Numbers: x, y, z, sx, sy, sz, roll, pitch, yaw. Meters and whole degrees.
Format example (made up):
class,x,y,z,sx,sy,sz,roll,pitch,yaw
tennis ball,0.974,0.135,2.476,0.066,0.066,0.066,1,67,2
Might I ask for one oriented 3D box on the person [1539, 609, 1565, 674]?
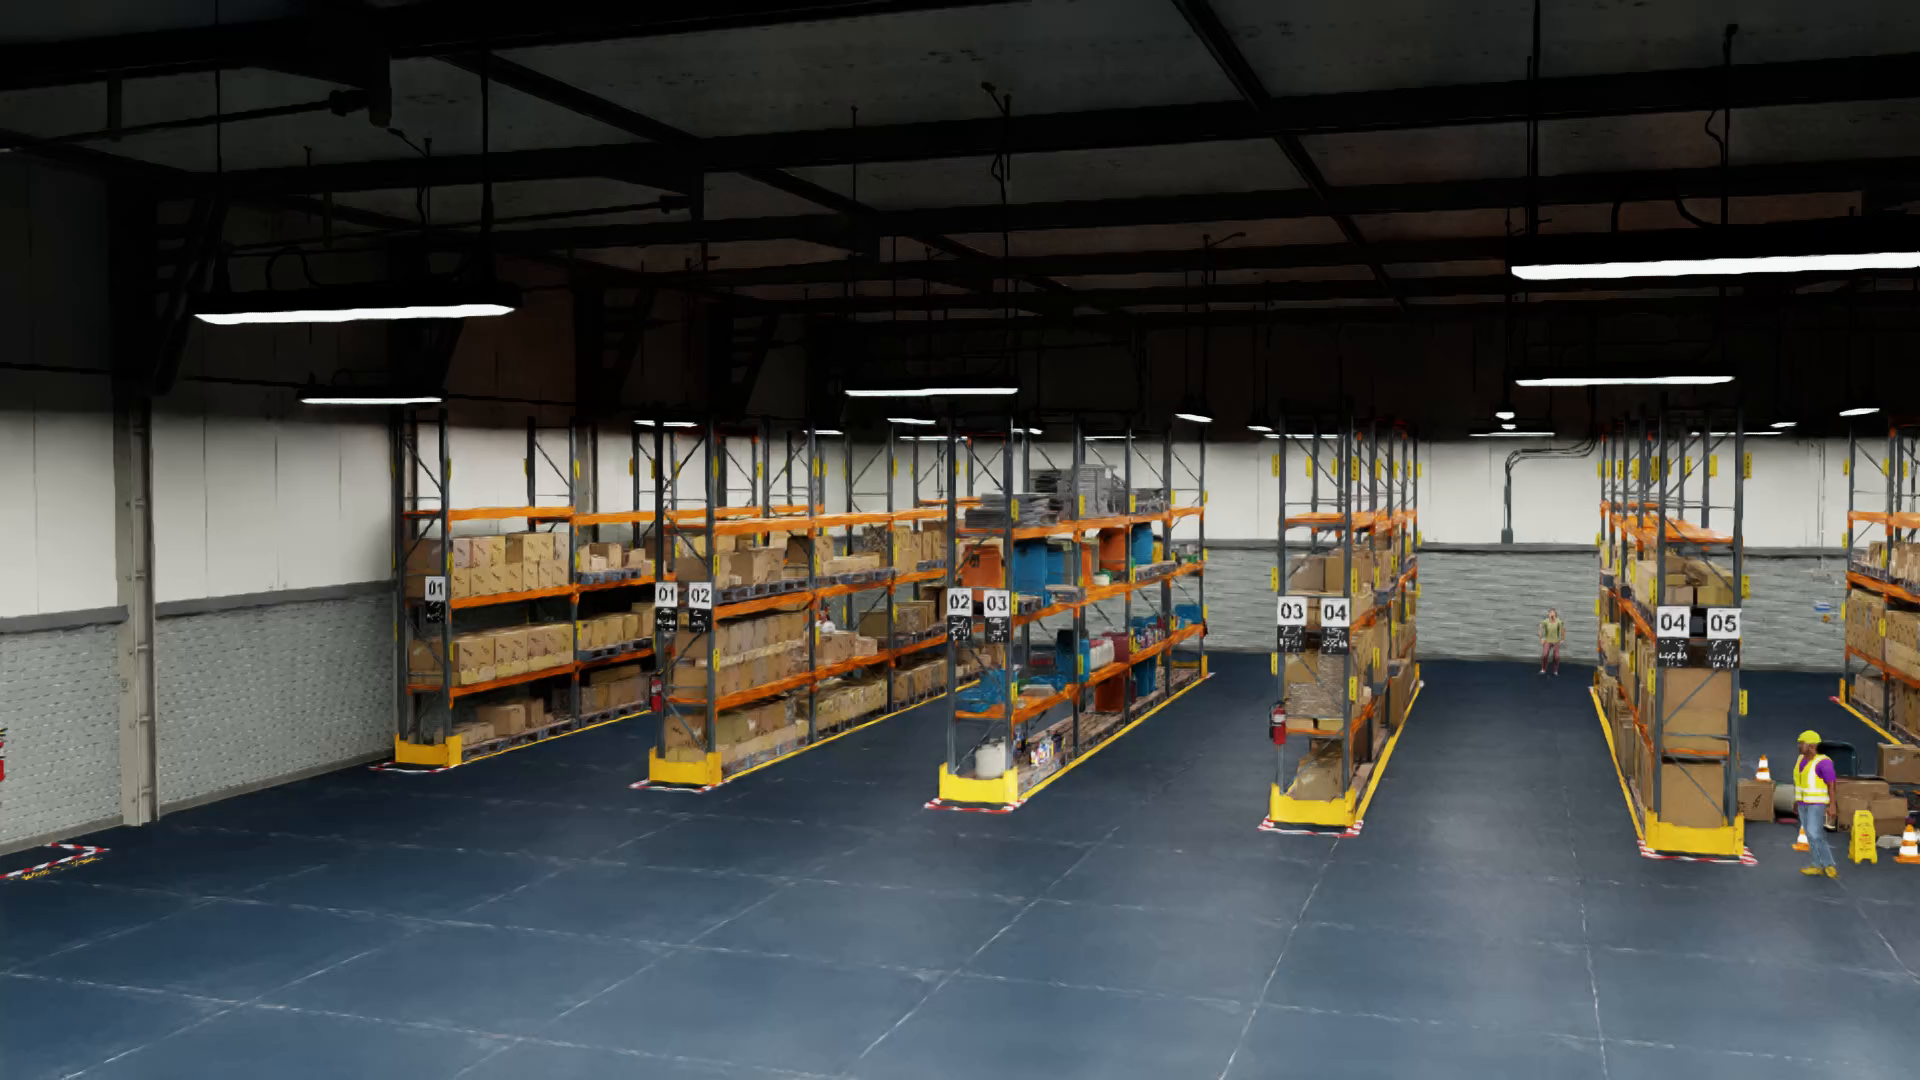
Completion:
class,x,y,z,sx,sy,sz,roll,pitch,yaw
person,14.392,2.466,40.459,0.598,1.619,0.507,1,3,17

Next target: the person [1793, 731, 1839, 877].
class,x,y,z,sx,sy,sz,roll,pitch,yaw
person,10.502,3.234,20.432,0.380,1.760,0.660,-1,3,-13

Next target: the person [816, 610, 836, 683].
class,x,y,z,sx,sy,sz,roll,pitch,yaw
person,-3.138,2.471,38.537,0.600,1.699,1.111,1,3,18
